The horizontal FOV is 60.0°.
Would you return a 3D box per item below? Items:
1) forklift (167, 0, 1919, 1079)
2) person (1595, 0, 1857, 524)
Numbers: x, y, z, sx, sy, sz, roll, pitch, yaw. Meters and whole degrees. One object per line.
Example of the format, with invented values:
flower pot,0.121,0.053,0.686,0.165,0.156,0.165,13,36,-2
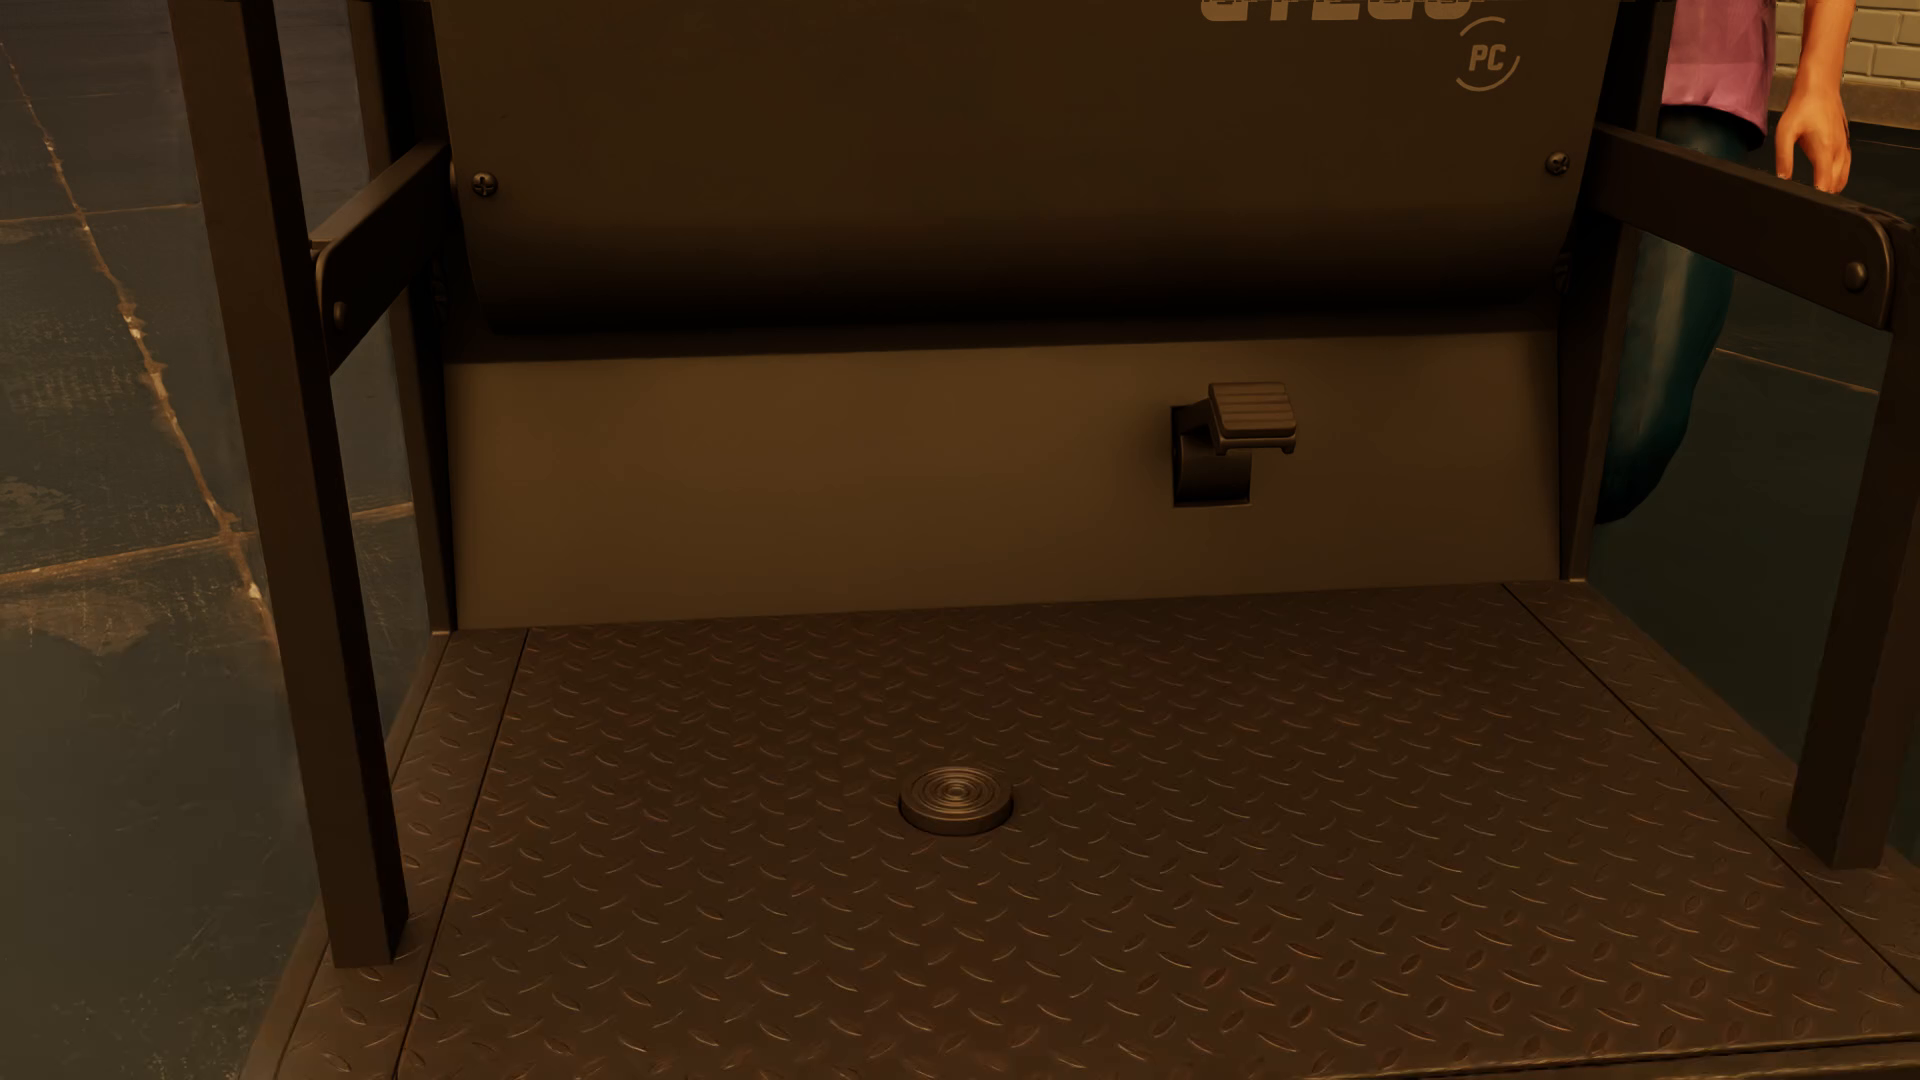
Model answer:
forklift,0.087,-0.887,0.934,1.130,2.935,3.031,-2,22,-6
person,0.526,-0.423,1.635,0.654,1.495,0.655,9,24,21
